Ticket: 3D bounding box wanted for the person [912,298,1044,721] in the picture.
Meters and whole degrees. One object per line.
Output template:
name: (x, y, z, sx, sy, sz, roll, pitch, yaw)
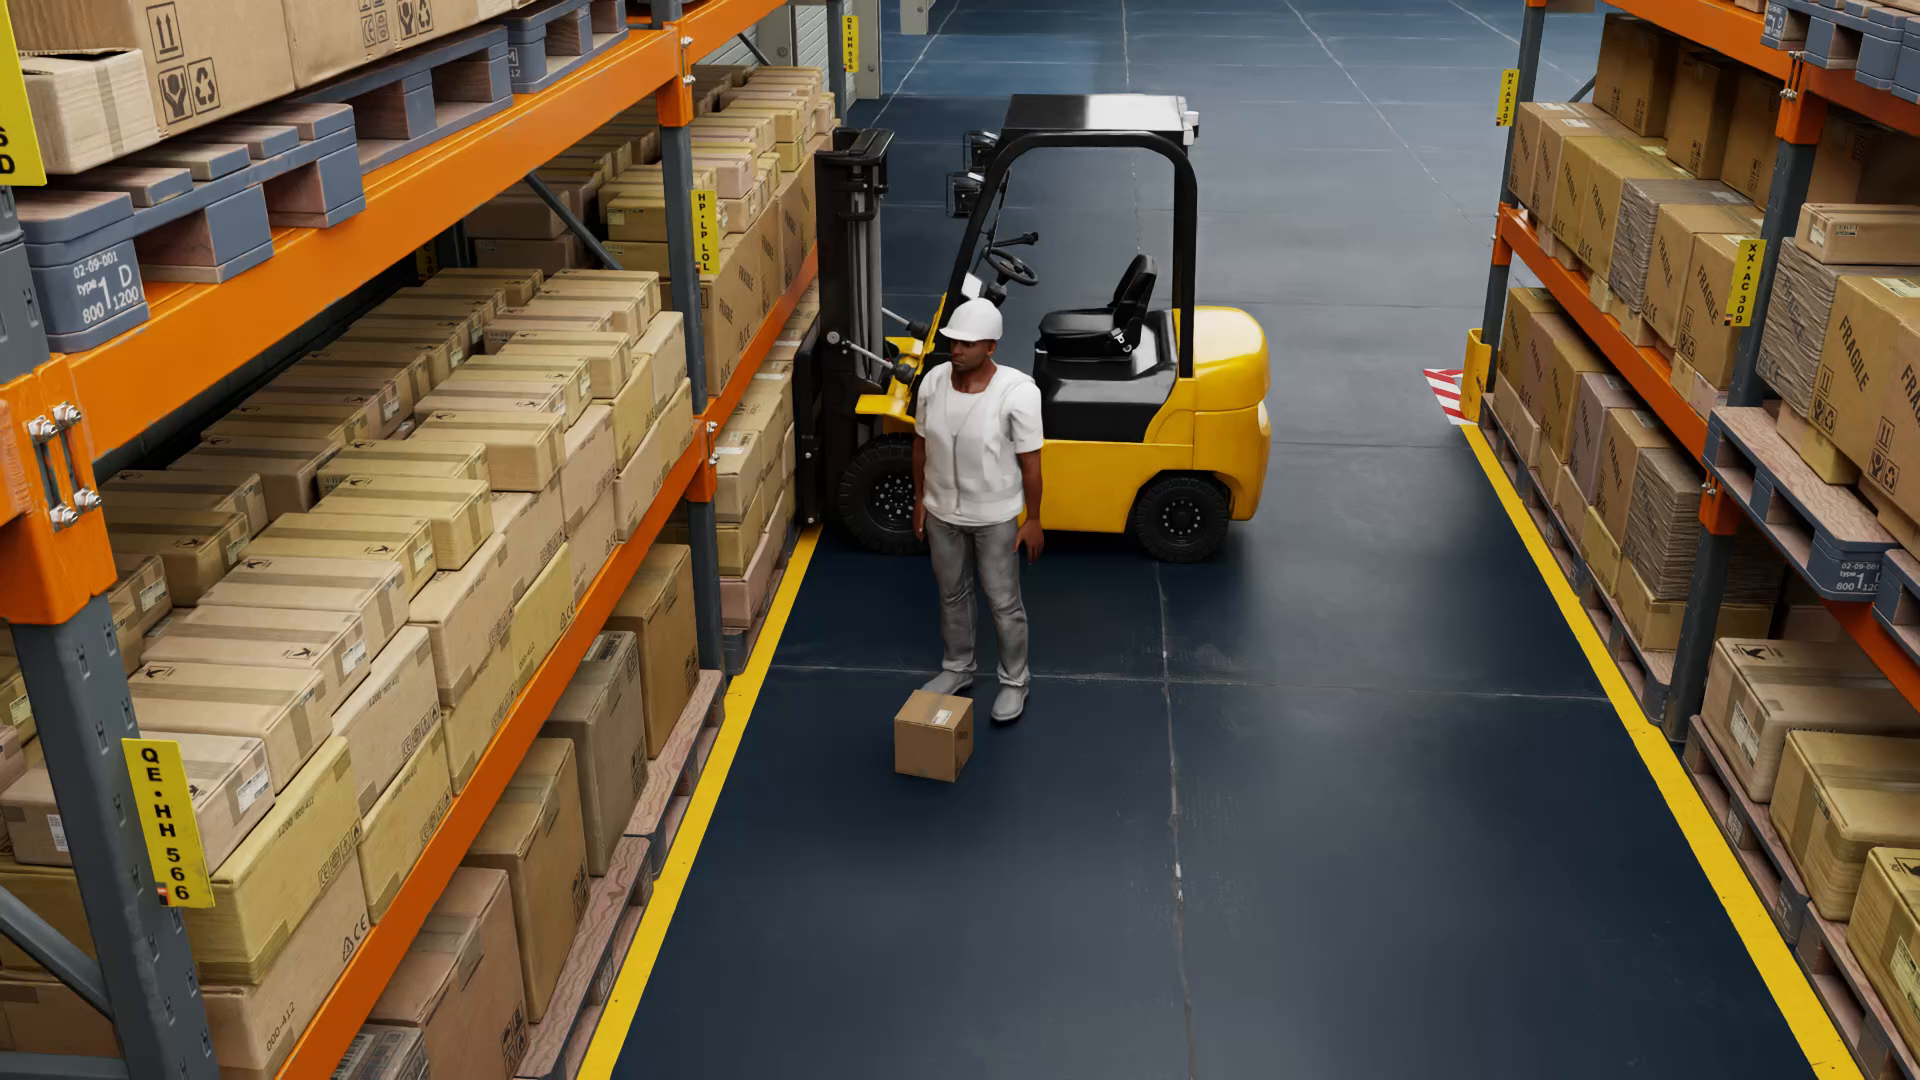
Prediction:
person: (0.060, -0.122, 6.798, 0.607, 1.765, 0.341, 11, 27, 23)
